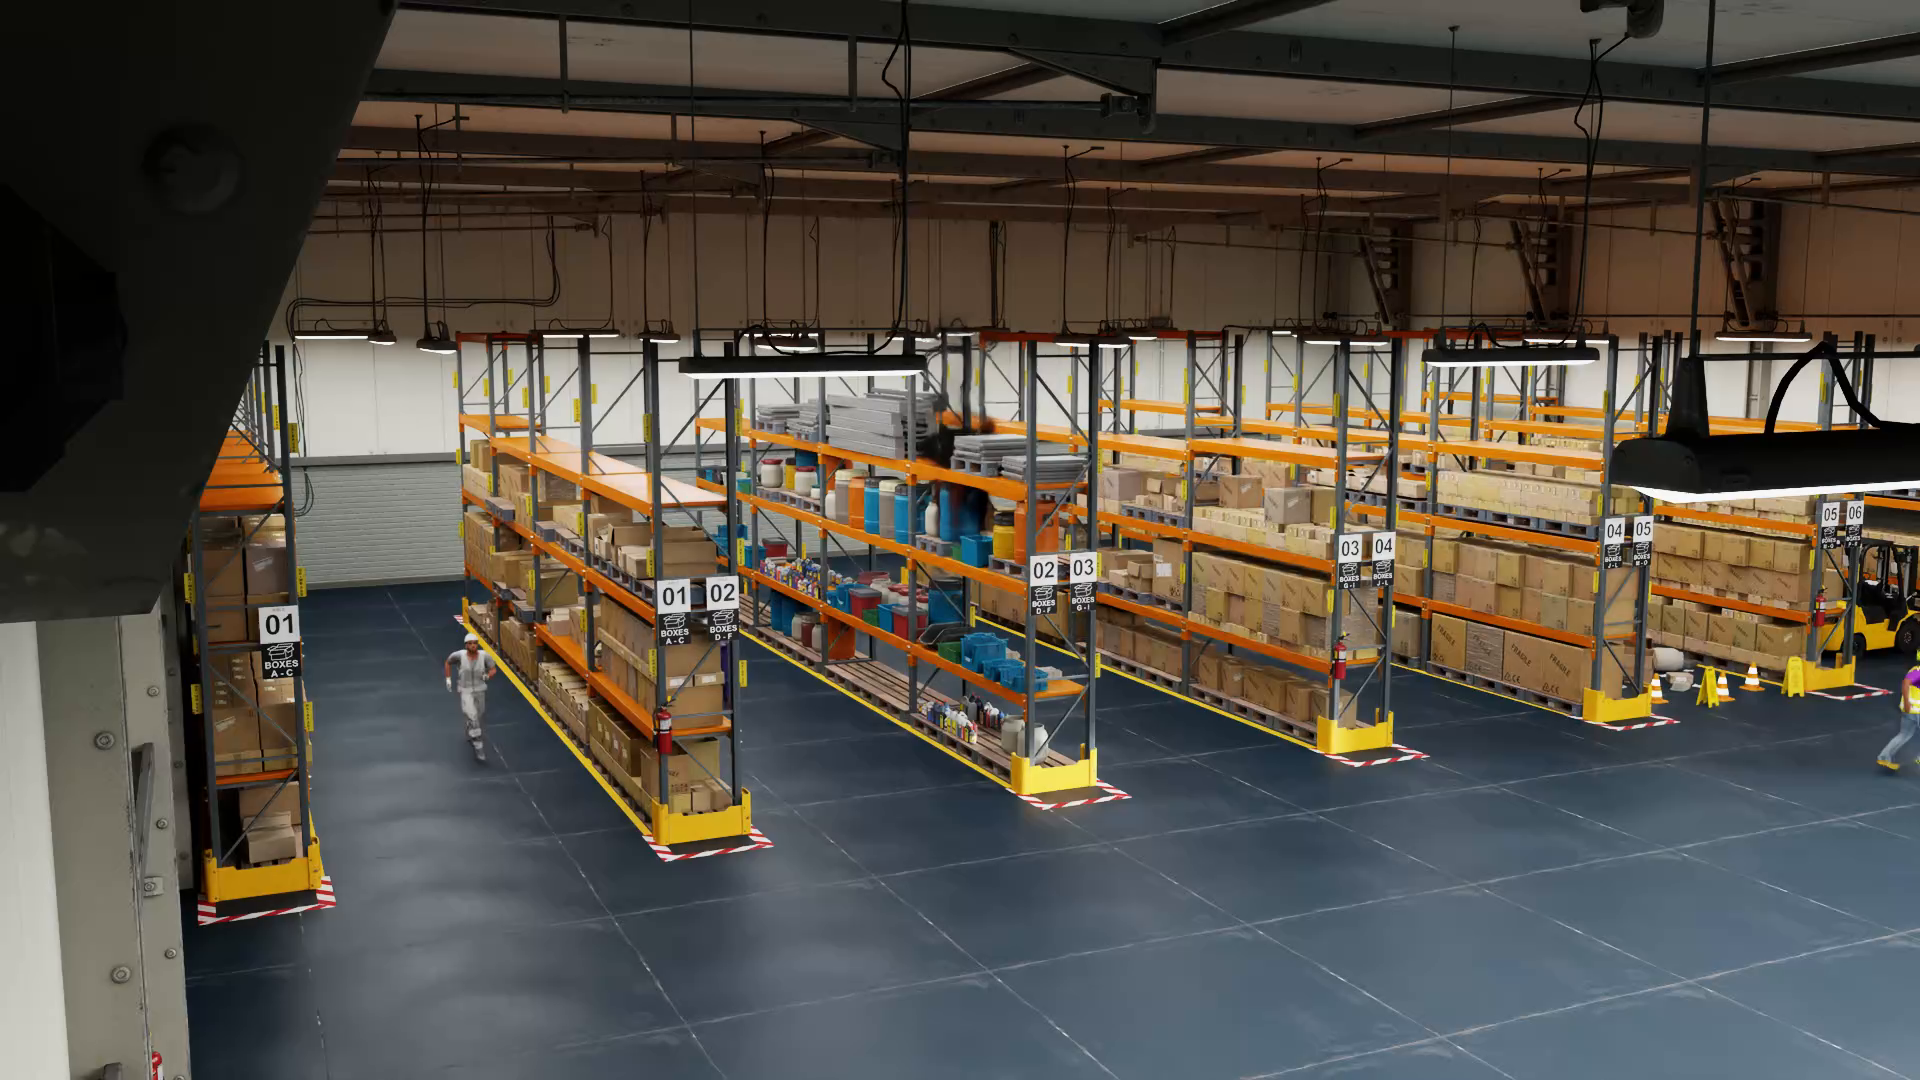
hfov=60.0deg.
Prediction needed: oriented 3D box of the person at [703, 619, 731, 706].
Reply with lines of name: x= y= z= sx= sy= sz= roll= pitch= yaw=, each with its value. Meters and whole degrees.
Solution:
person: x=-3.984 y=1.844 z=27.191 sx=0.607 sy=1.632 sz=0.941 roll=-5 pitch=9 yaw=-32

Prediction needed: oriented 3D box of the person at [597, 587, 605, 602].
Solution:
person: x=-7.668 y=0.858 z=34.520 sx=0.607 sy=1.714 sz=0.801 roll=-5 pitch=9 yaw=-35

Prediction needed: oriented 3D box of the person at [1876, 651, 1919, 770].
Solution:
person: x=13.168 y=2.384 z=22.946 sx=0.834 sy=1.784 sz=0.729 roll=3 pitch=8 yaw=18

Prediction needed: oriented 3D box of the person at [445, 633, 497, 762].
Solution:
person: x=-7.051 y=2.214 z=24.047 sx=0.688 sy=1.807 sz=1.018 roll=-4 pitch=9 yaw=-26
